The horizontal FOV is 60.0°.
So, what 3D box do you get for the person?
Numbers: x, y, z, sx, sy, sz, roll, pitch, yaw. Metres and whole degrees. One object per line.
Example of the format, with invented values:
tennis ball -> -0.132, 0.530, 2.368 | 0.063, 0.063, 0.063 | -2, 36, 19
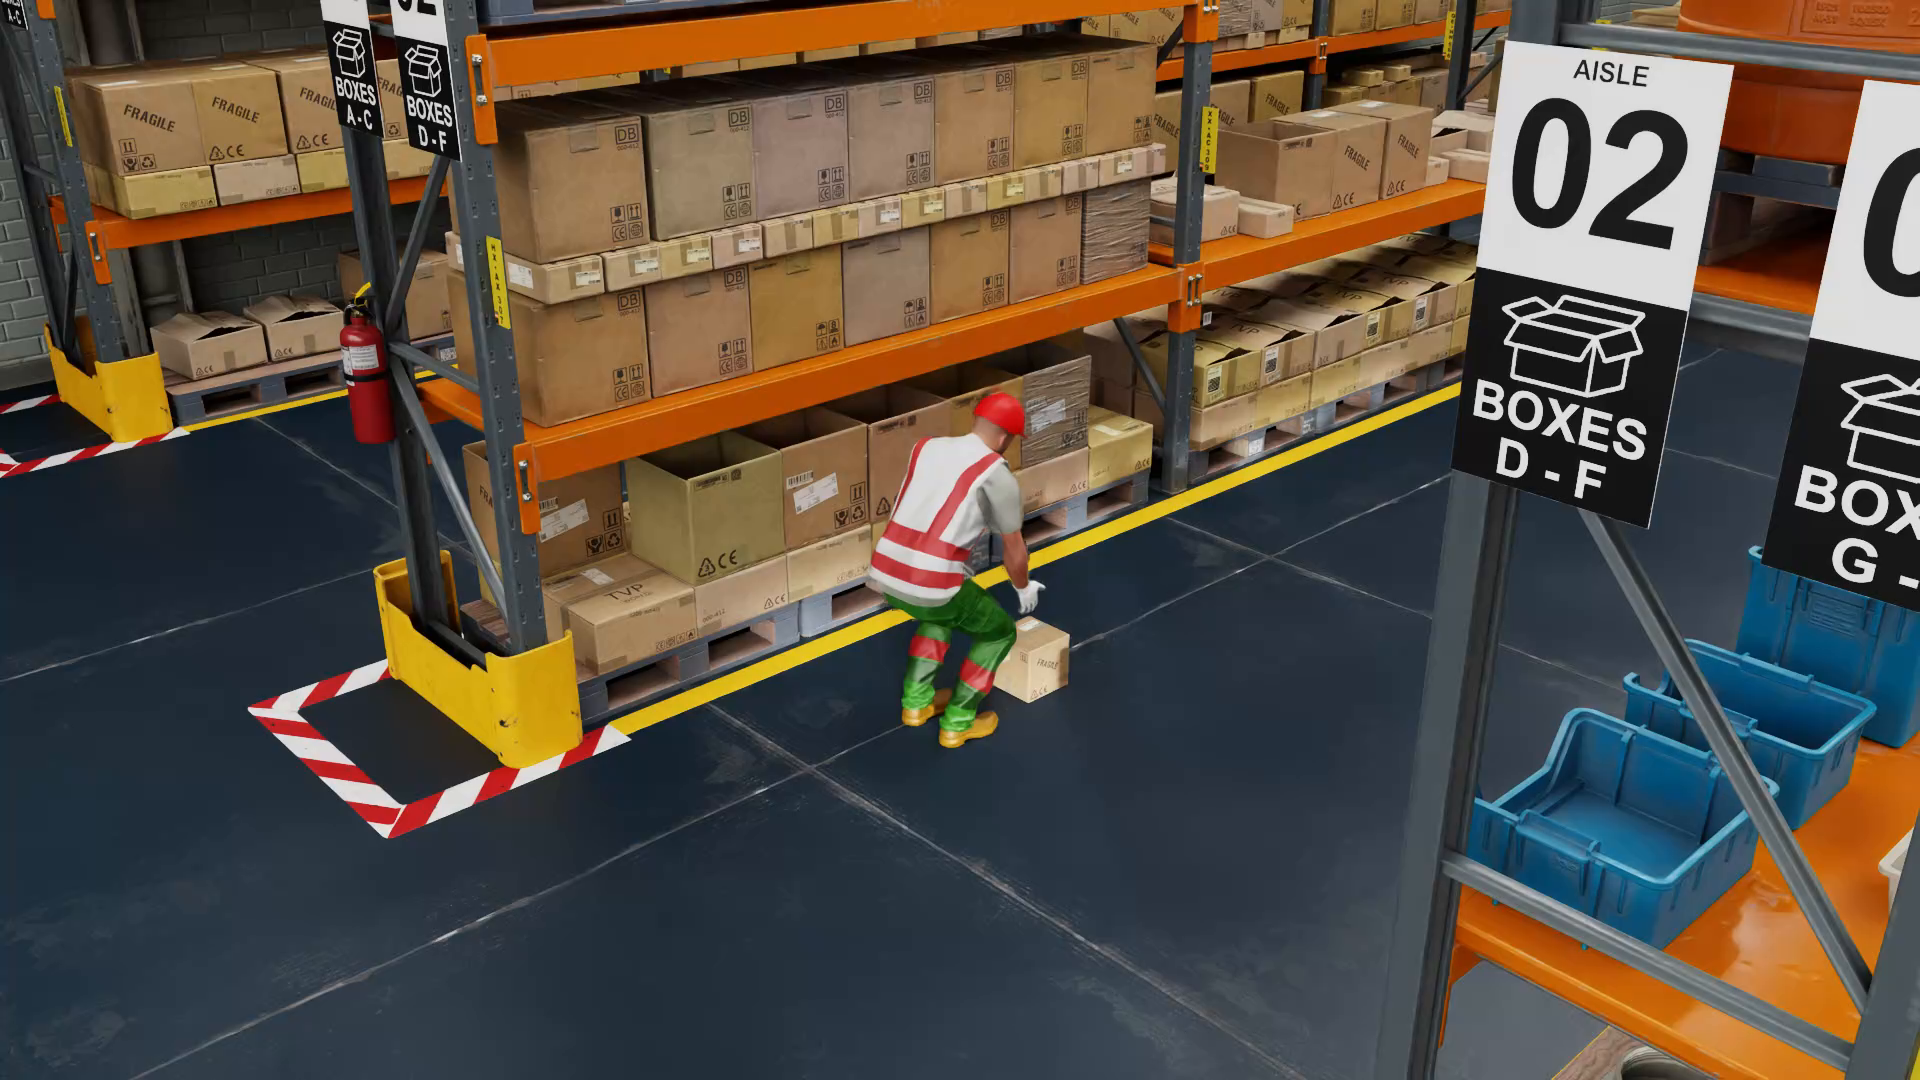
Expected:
person -> -0.028, 0.114, 6.819 | 0.782, 1.381, 0.584 | -21, 31, -39
